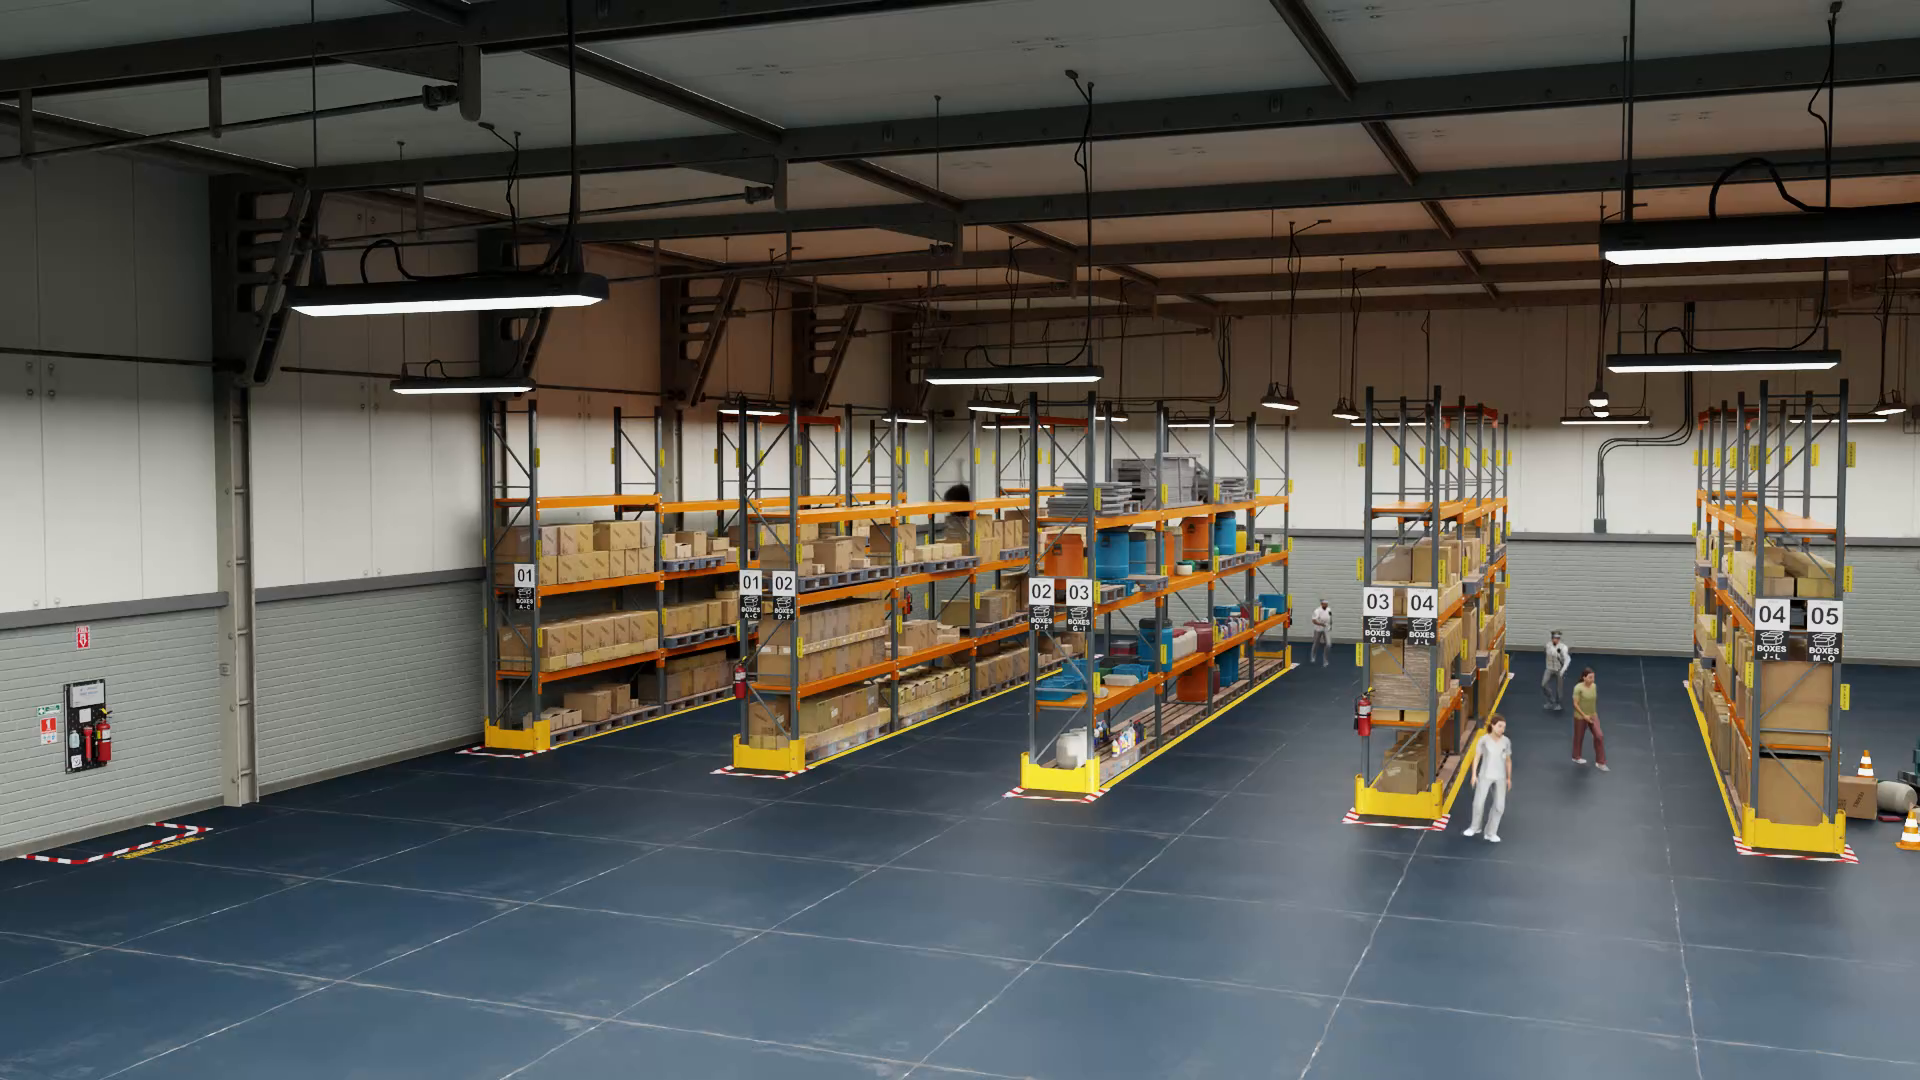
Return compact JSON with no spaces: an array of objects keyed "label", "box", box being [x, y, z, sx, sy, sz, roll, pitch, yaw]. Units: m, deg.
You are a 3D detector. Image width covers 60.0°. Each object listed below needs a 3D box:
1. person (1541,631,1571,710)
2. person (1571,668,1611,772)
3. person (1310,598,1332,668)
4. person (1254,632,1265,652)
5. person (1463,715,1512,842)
[{"label":"person","box":[11.745,2.572,32.719,0.601,1.607,0.681,3,4,42]},{"label":"person","box":[10.108,2.886,26.862,0.529,1.693,0.828,0,3,-4]},{"label":"person","box":[8.699,2.202,40.000,0.549,1.667,0.890,0,3,-3]},{"label":"person","box":[7.404,2.144,41.190,0.866,1.649,0.719,-1,3,-18]},{"label":"person","box":[6.894,3.102,21.726,0.575,1.645,0.460,0,3,0]}]
